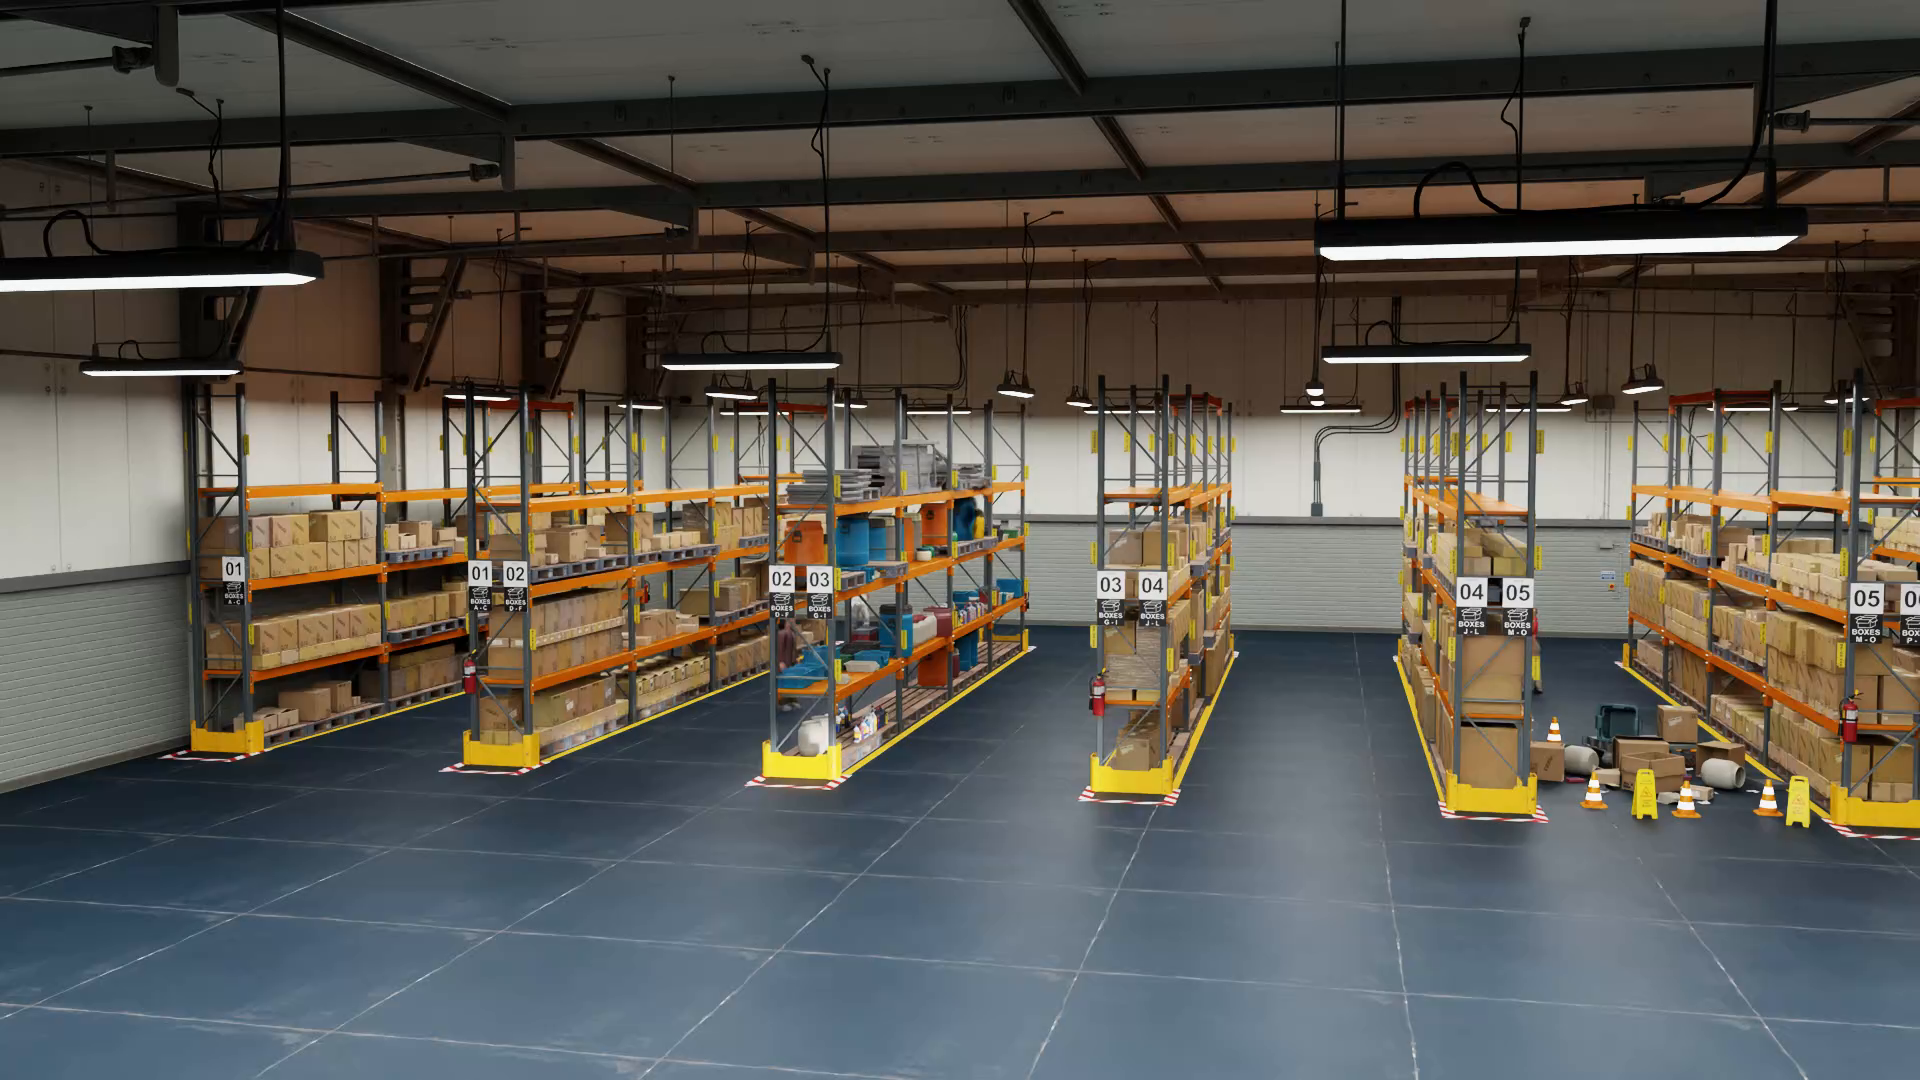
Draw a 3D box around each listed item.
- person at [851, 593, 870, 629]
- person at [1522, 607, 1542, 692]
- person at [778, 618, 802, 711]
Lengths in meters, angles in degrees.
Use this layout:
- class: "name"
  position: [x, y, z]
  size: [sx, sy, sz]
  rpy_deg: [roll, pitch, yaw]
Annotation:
- class: "person"
  position: [-2.566, 1.659, 42.667]
  size: [0.580, 1.742, 0.936]
  rpy_deg: [-1, 3, -18]
- class: "person"
  position: [11.574, 2.219, 33.738]
  size: [0.456, 1.728, 0.571]
  rpy_deg: [3, 4, 43]
- class: "person"
  position: [-3.240, 2.311, 31.424]
  size: [0.469, 1.799, 0.601]
  rpy_deg: [1, 4, 22]
